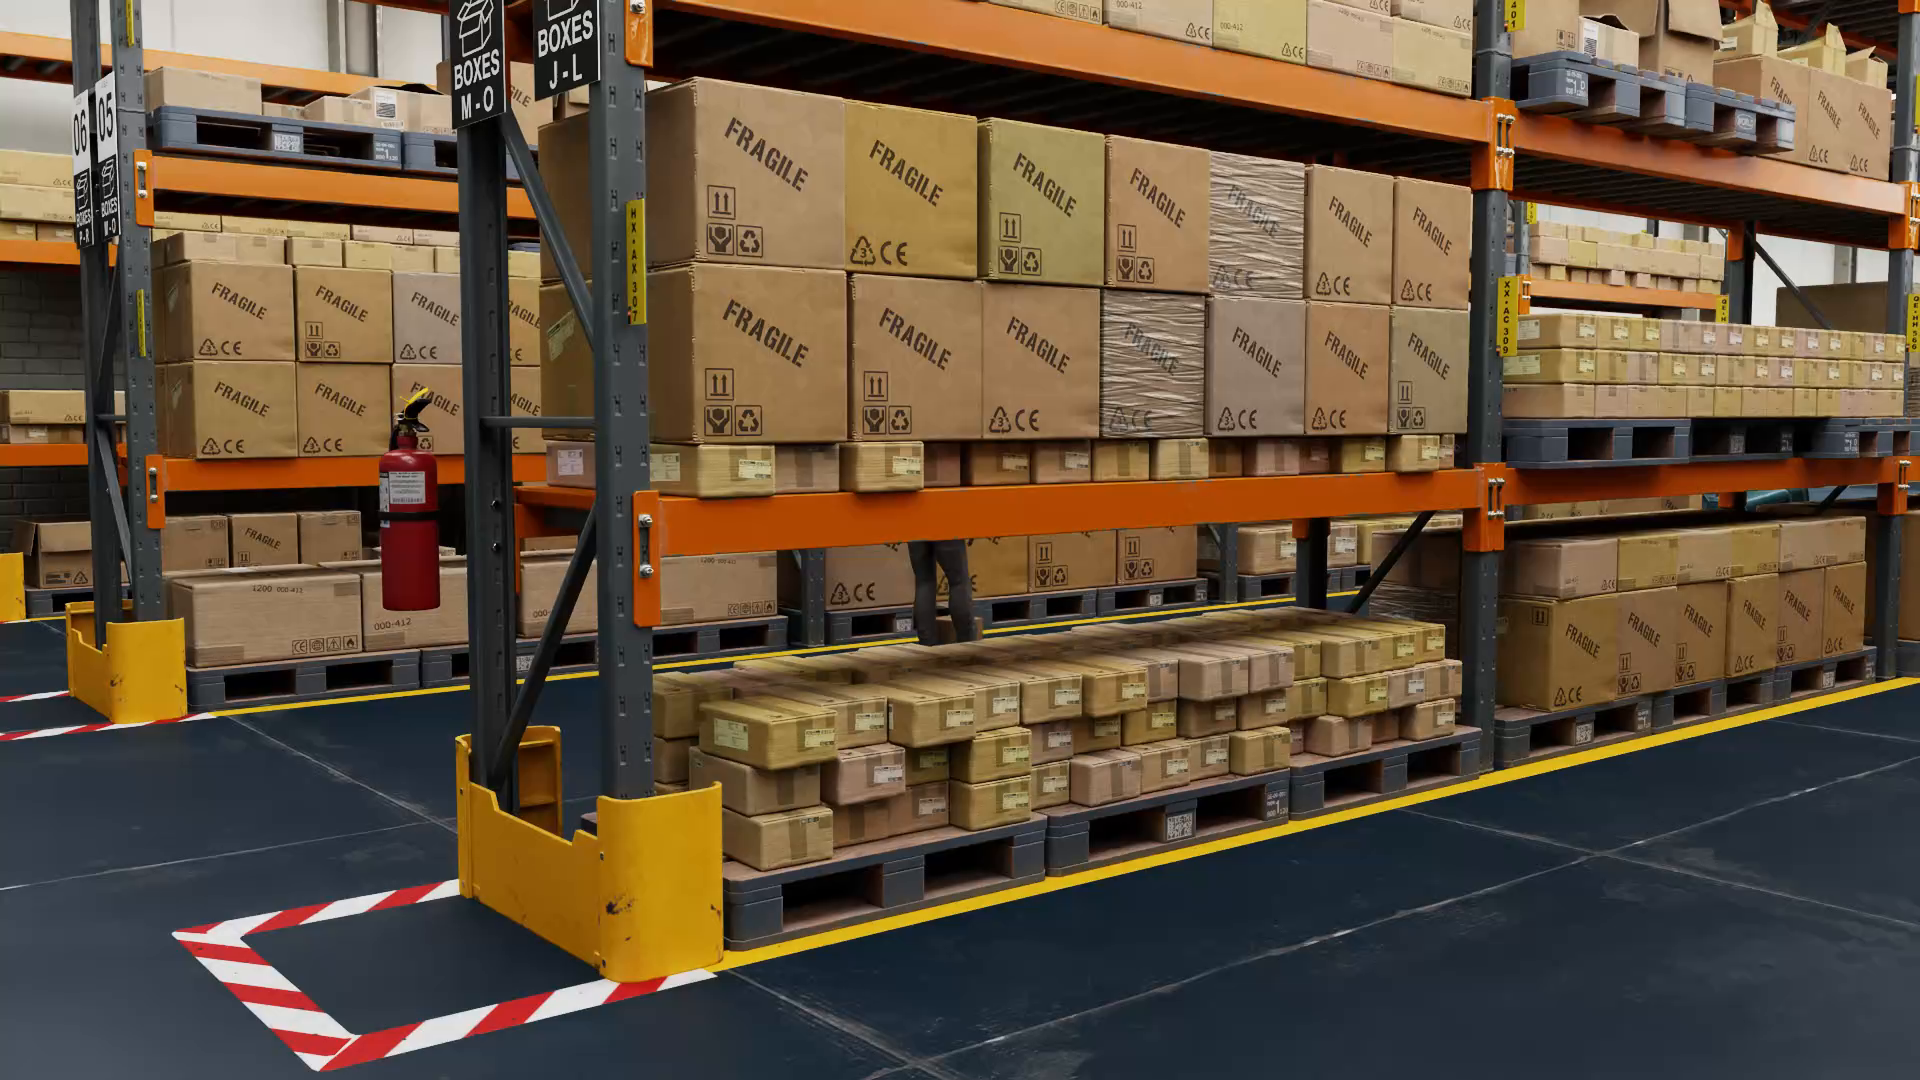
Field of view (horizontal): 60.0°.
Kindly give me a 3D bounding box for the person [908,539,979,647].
[{"bbox_3d":[-0.103,-0.079,10.207,0.565,1.654,0.505,3,6,37],"label":"person"}]
